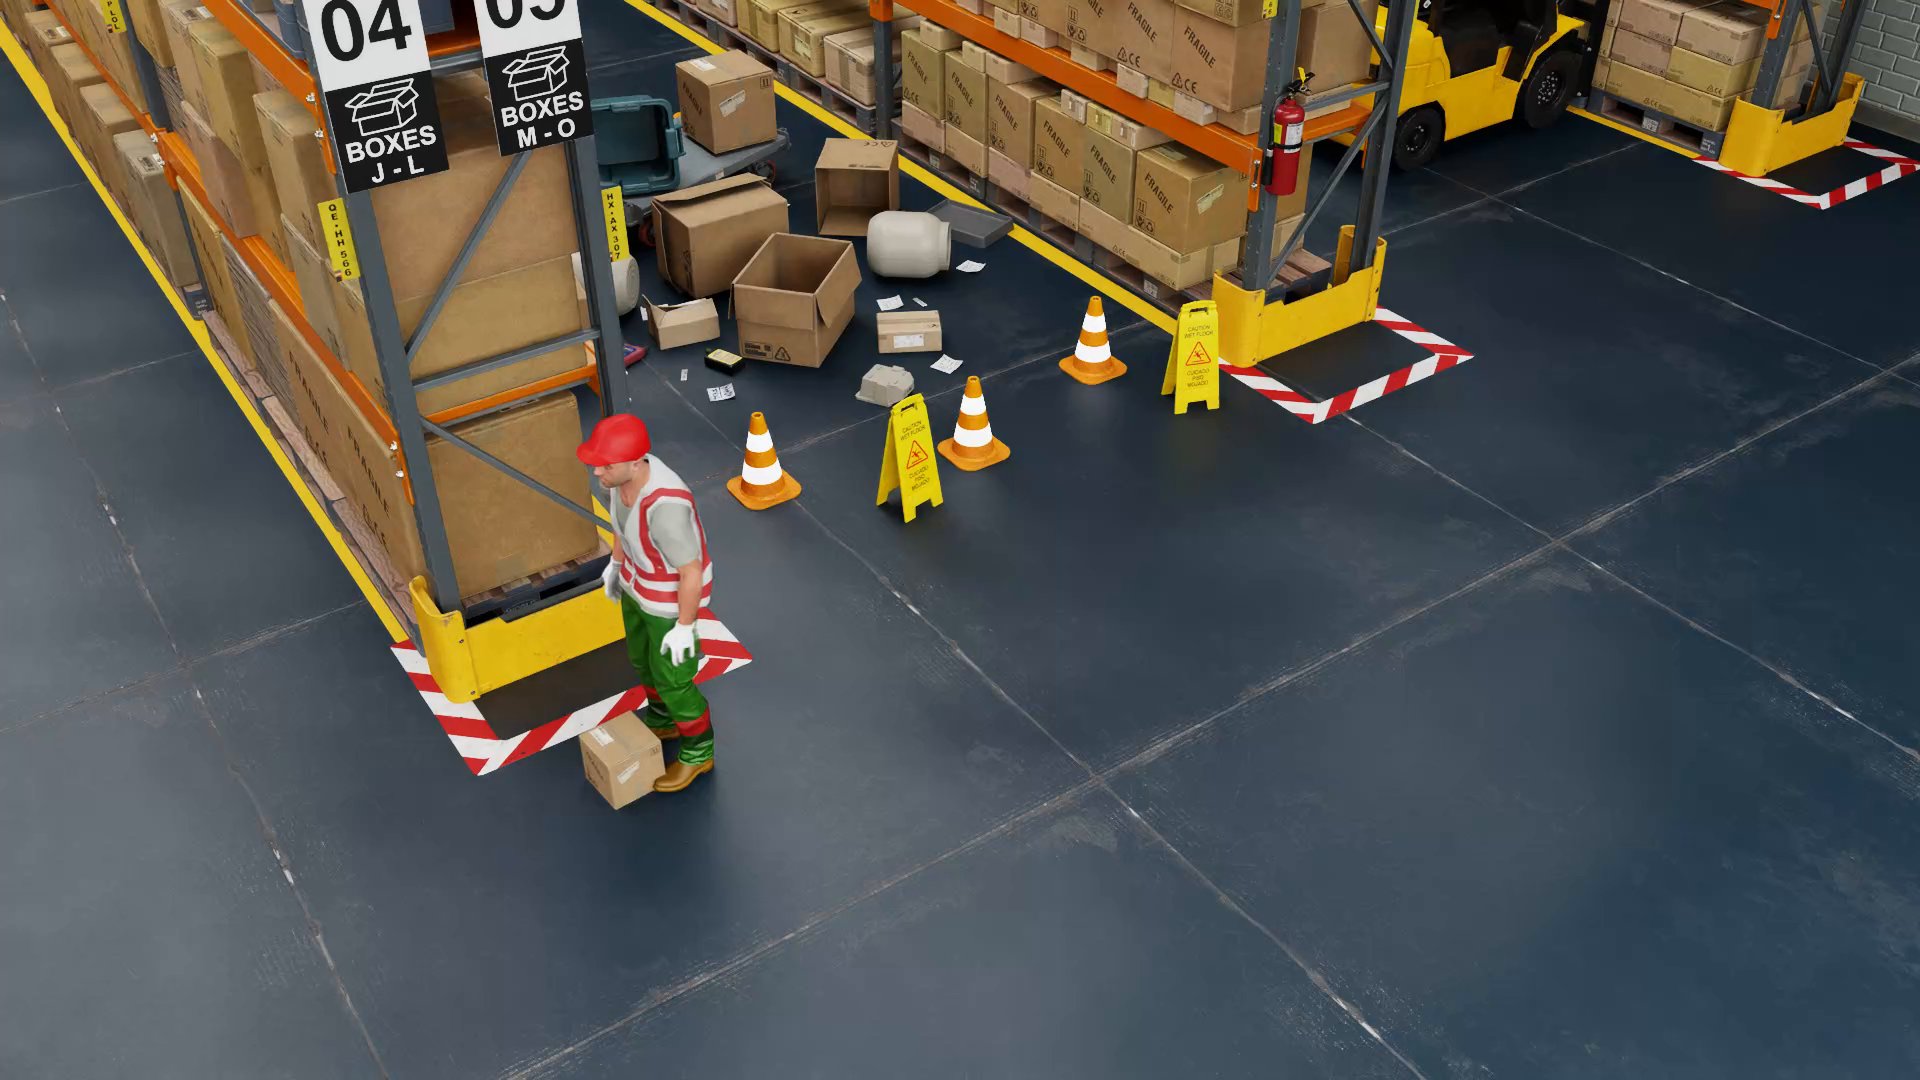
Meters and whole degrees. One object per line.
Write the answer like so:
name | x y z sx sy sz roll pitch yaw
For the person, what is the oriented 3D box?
person | -1.229 0.238 6.662 0.449 1.780 0.623 -24 42 -29
